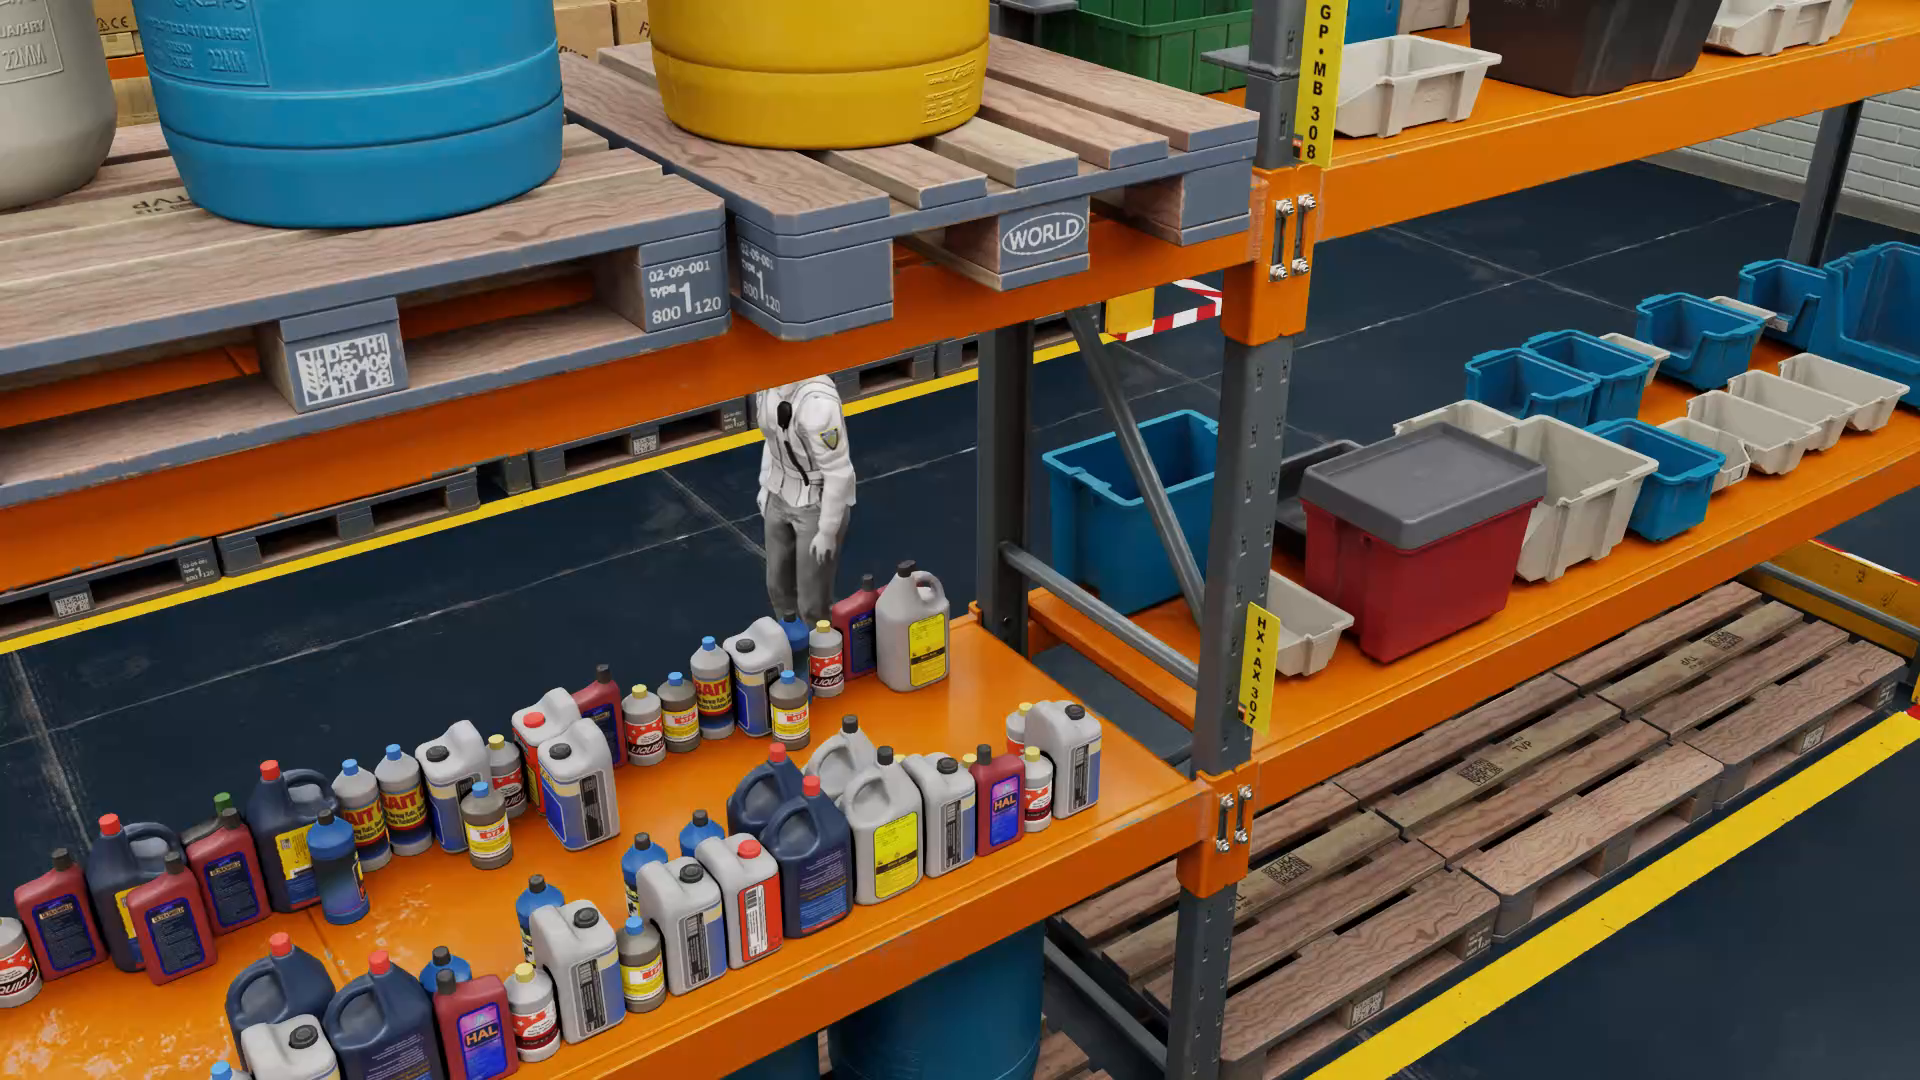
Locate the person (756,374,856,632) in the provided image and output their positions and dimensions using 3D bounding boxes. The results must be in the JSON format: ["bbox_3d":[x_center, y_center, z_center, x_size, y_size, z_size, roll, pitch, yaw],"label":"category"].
[{"bbox_3d":[-0.603,-0.114,6.328,0.375,1.663,0.526,-19,34,-31],"label":"person"}]
